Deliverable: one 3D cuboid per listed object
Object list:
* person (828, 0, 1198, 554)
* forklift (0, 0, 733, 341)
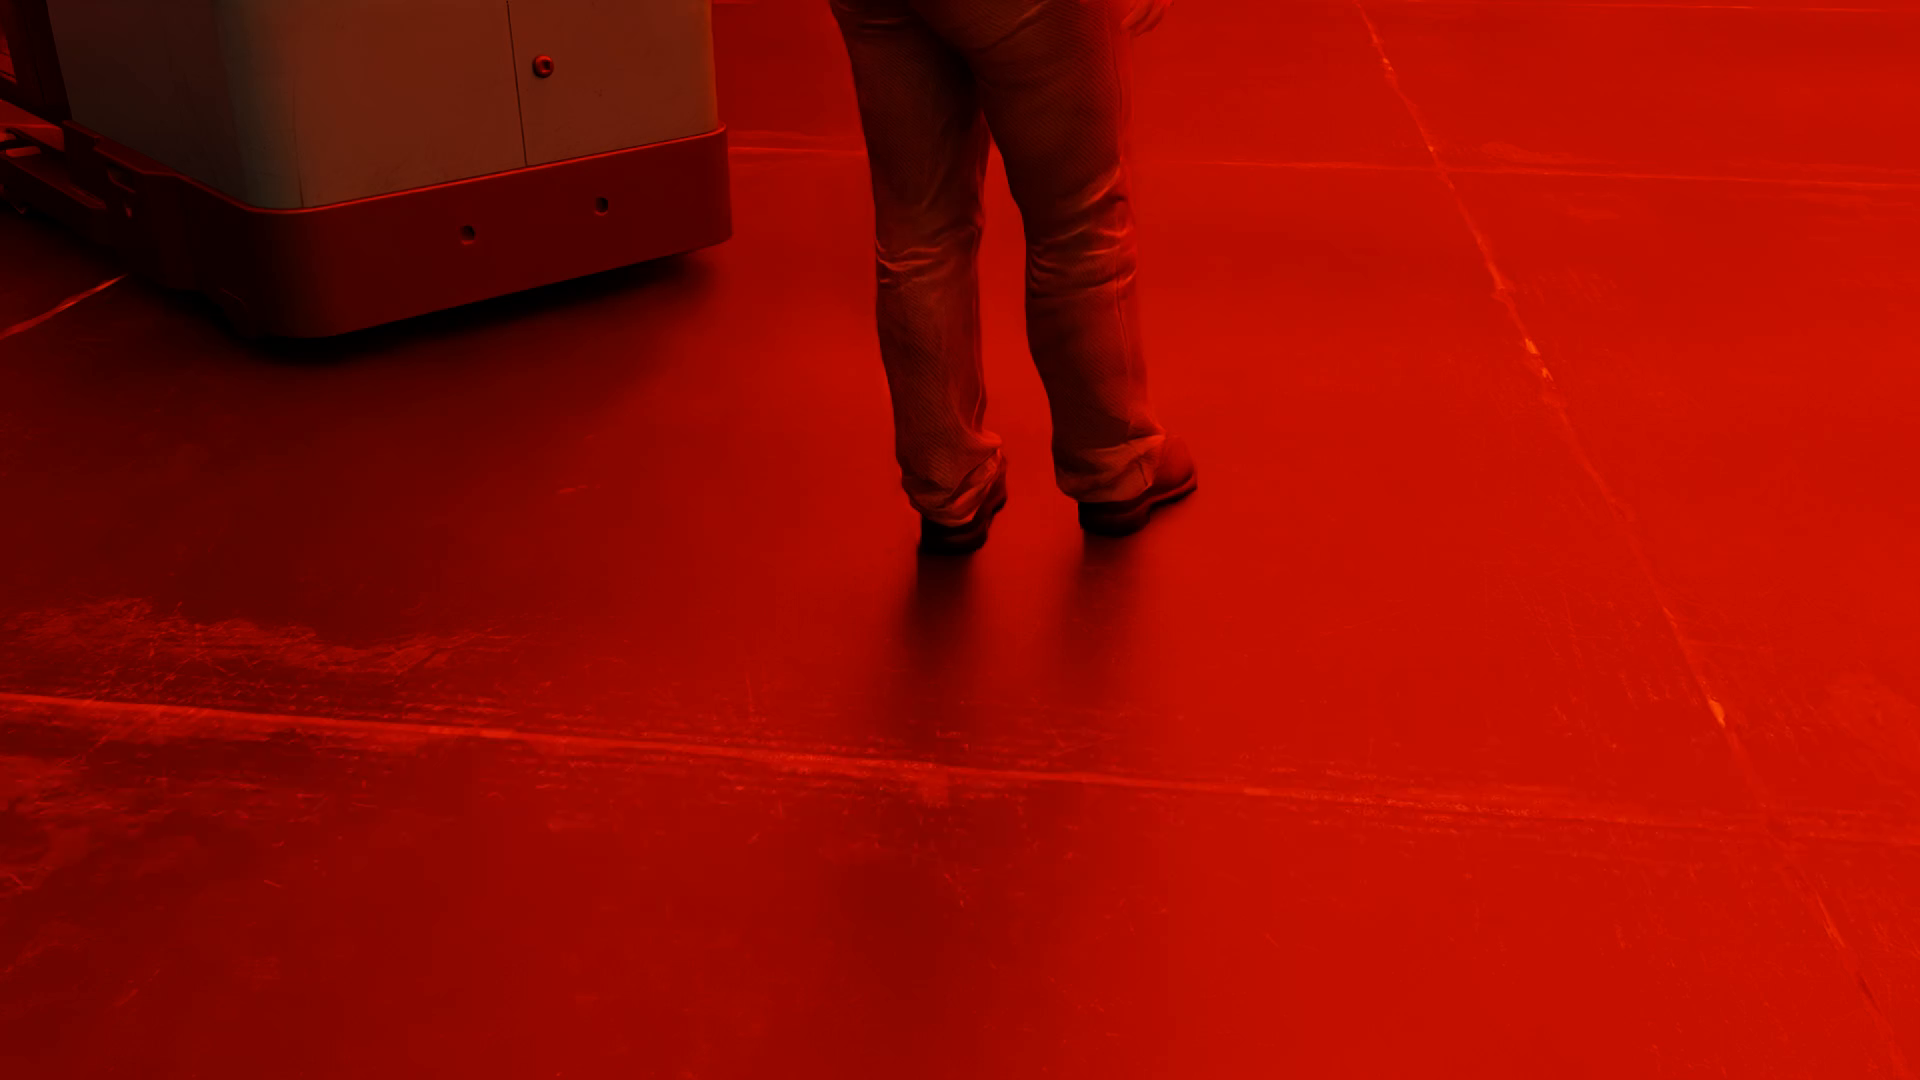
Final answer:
[{"bbox_3d":[0.097,-0.809,2.193,0.622,1.723,0.631,-23,35,-38],"label":"person"},{"bbox_3d":[-1.880,-2.254,3.735,1.130,2.935,3.031,-23,34,-38],"label":"forklift"}]
